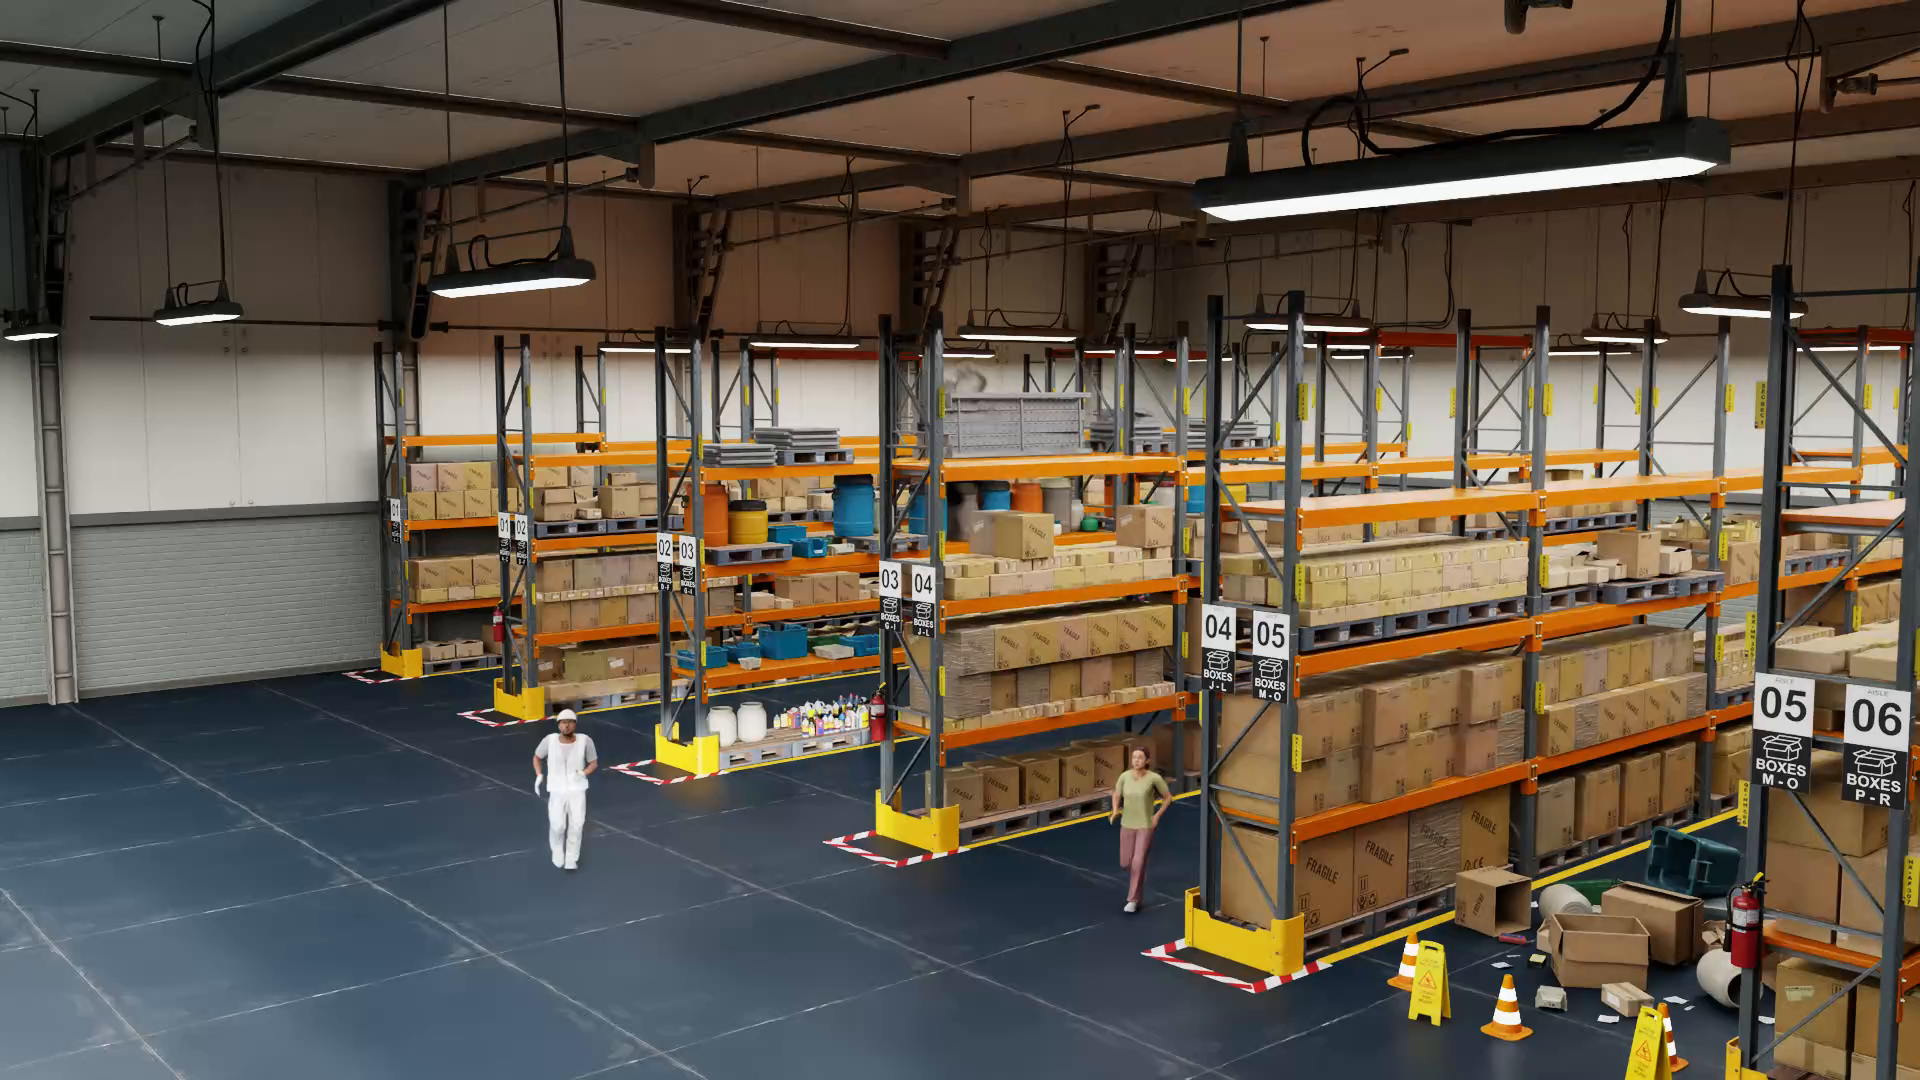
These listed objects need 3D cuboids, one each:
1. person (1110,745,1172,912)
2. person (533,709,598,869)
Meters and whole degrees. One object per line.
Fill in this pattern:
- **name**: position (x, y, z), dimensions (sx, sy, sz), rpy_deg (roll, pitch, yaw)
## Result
- **person**: position (1.802, 2.845, 16.590), dimensions (0.596, 1.626, 0.686), rpy_deg (2, 6, 22)
- **person**: position (-4.183, 2.672, 17.686), dimensions (0.670, 1.738, 0.627), rpy_deg (-1, 5, -15)
